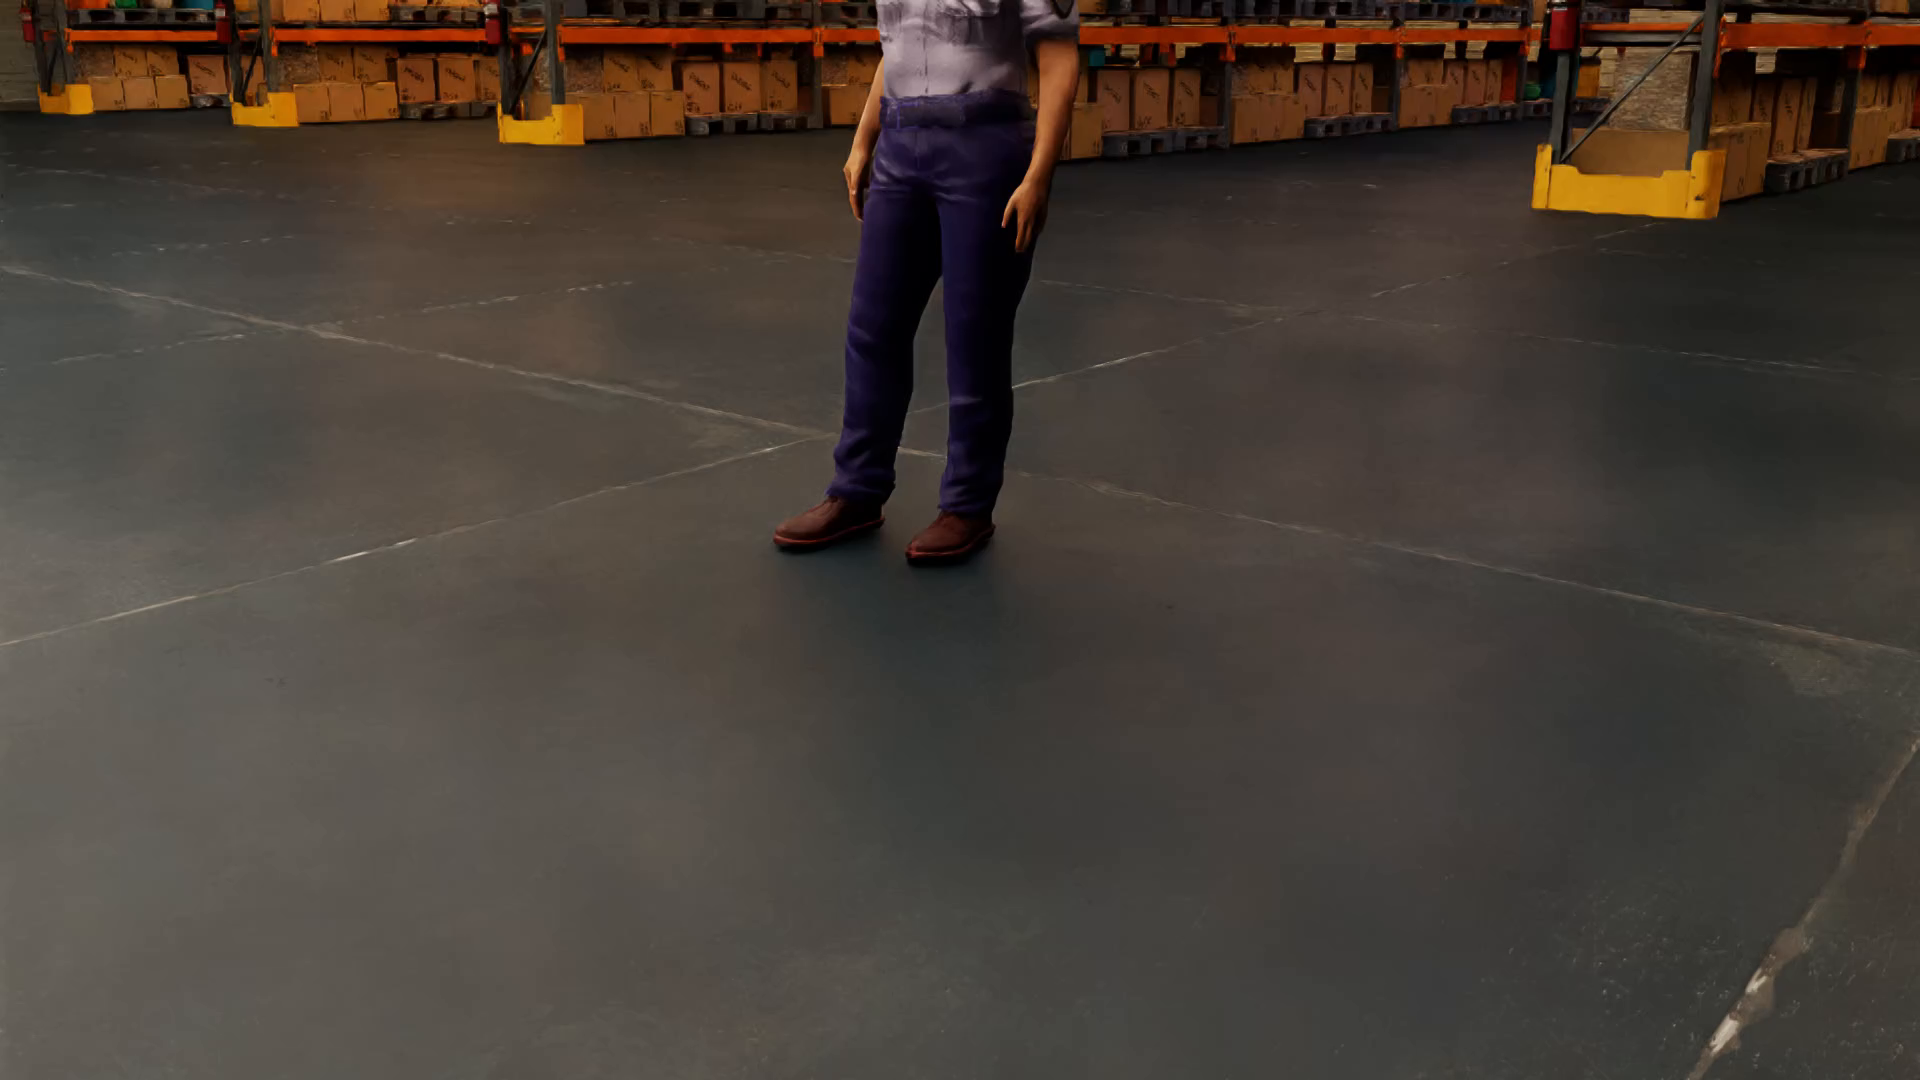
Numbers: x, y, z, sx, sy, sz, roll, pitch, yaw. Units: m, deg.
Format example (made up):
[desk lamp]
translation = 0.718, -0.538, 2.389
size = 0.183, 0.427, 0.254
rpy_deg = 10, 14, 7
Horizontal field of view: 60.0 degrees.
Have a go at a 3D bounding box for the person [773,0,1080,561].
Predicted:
[person]
translation = -0.075, -0.779, 3.648
size = 0.599, 1.650, 0.502
rpy_deg = 13, 21, 37
